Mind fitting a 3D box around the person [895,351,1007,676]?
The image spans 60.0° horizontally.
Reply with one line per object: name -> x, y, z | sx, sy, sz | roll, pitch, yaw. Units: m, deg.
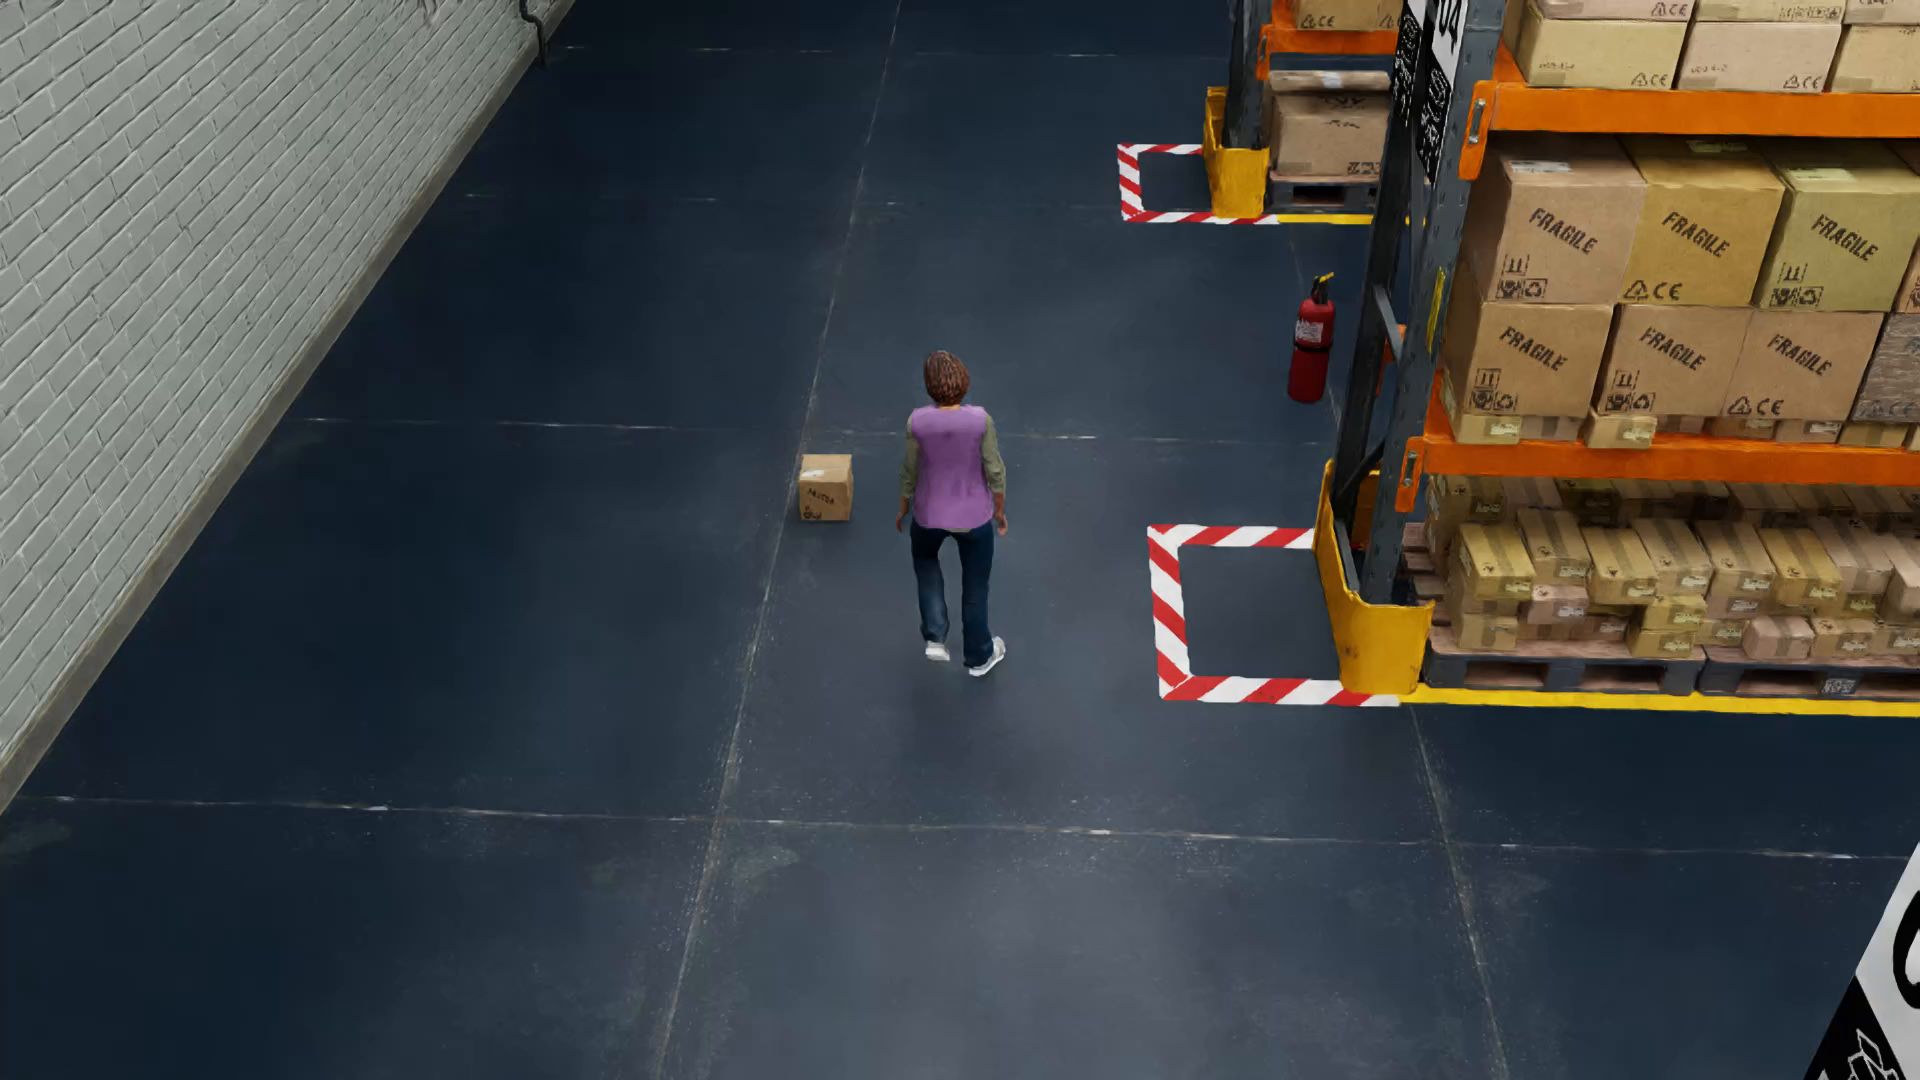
person -> -0.045, -0.086, 7.207 | 0.493, 1.588, 0.420 | 4, 36, 5
